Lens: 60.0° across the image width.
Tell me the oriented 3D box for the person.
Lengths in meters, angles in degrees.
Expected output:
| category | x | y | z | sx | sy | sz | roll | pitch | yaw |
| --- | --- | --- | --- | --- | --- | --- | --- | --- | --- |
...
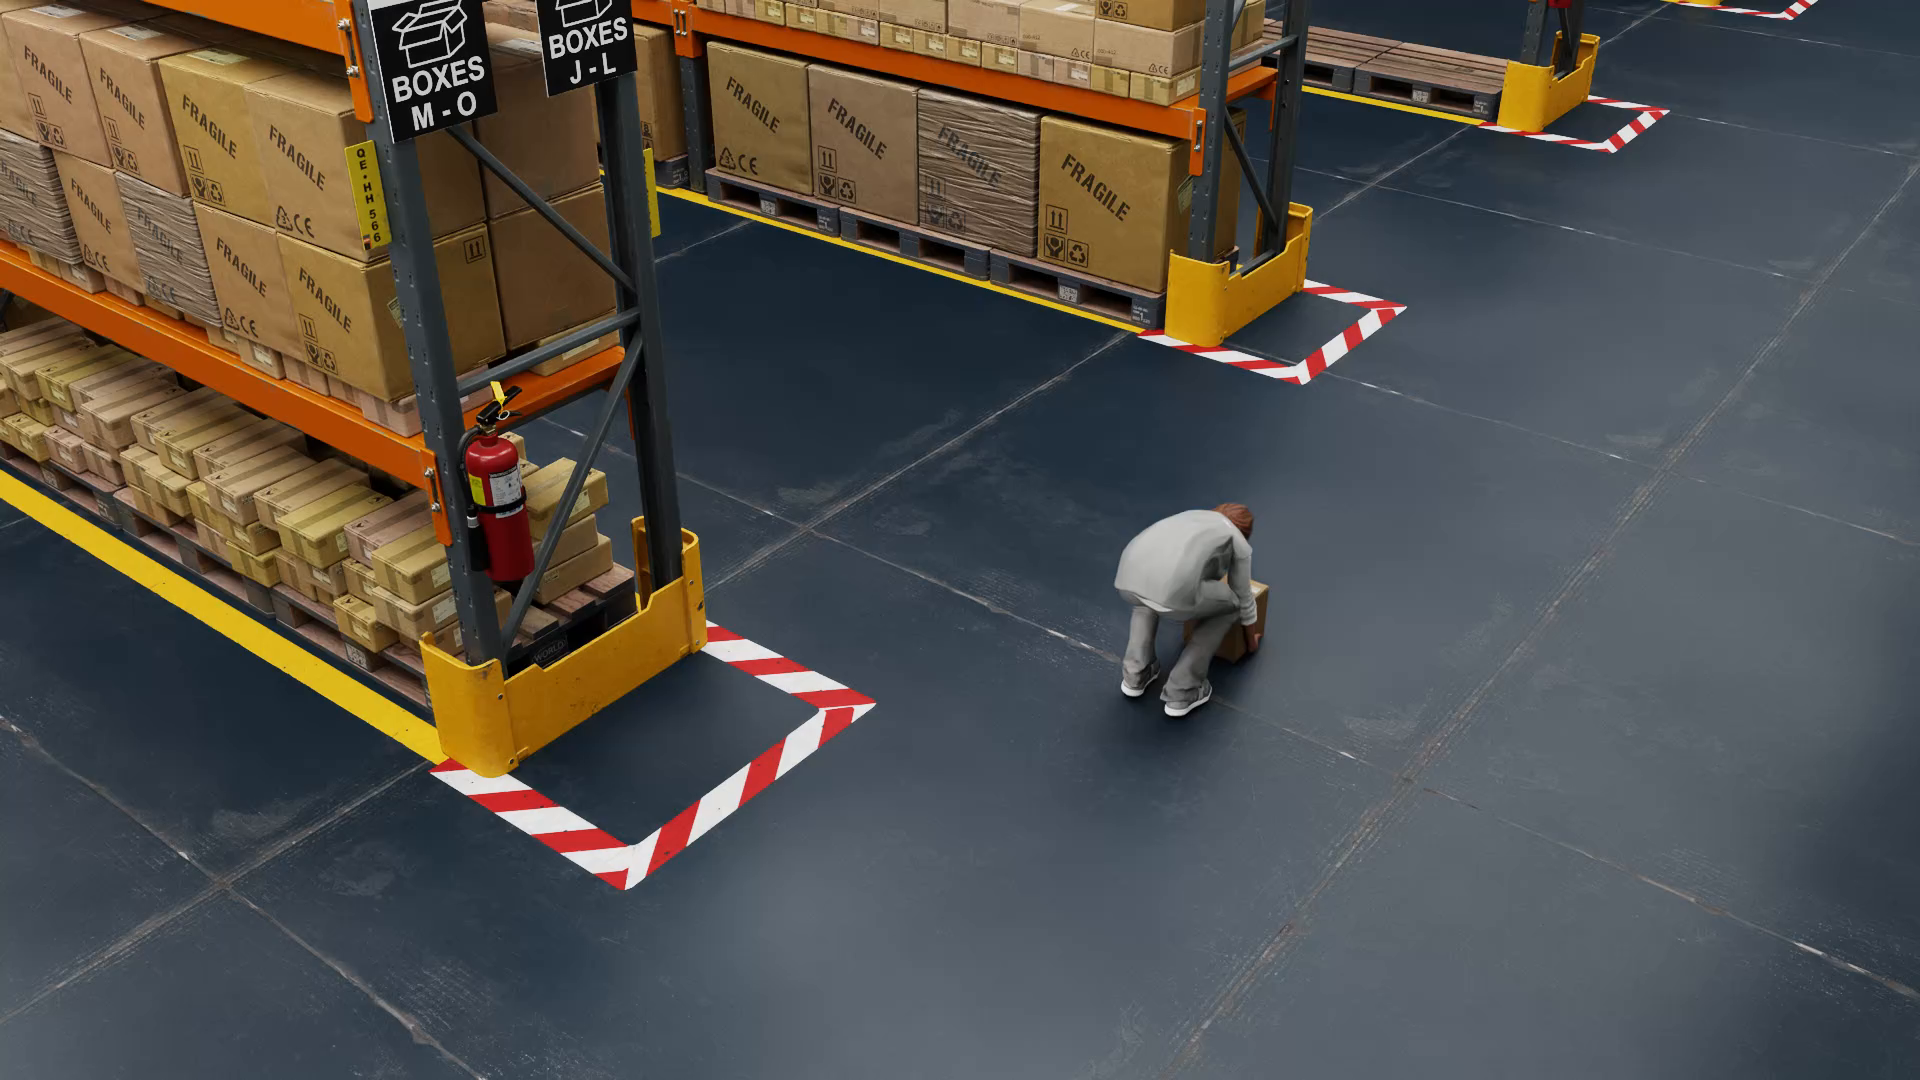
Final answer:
| category | x | y | z | sx | sy | sz | roll | pitch | yaw |
| --- | --- | --- | --- | --- | --- | --- | --- | --- | --- |
| person | 0.901 | 0.221 | 6.565 | 0.432 | 0.807 | 0.864 | 20 | 37 | 29 |
